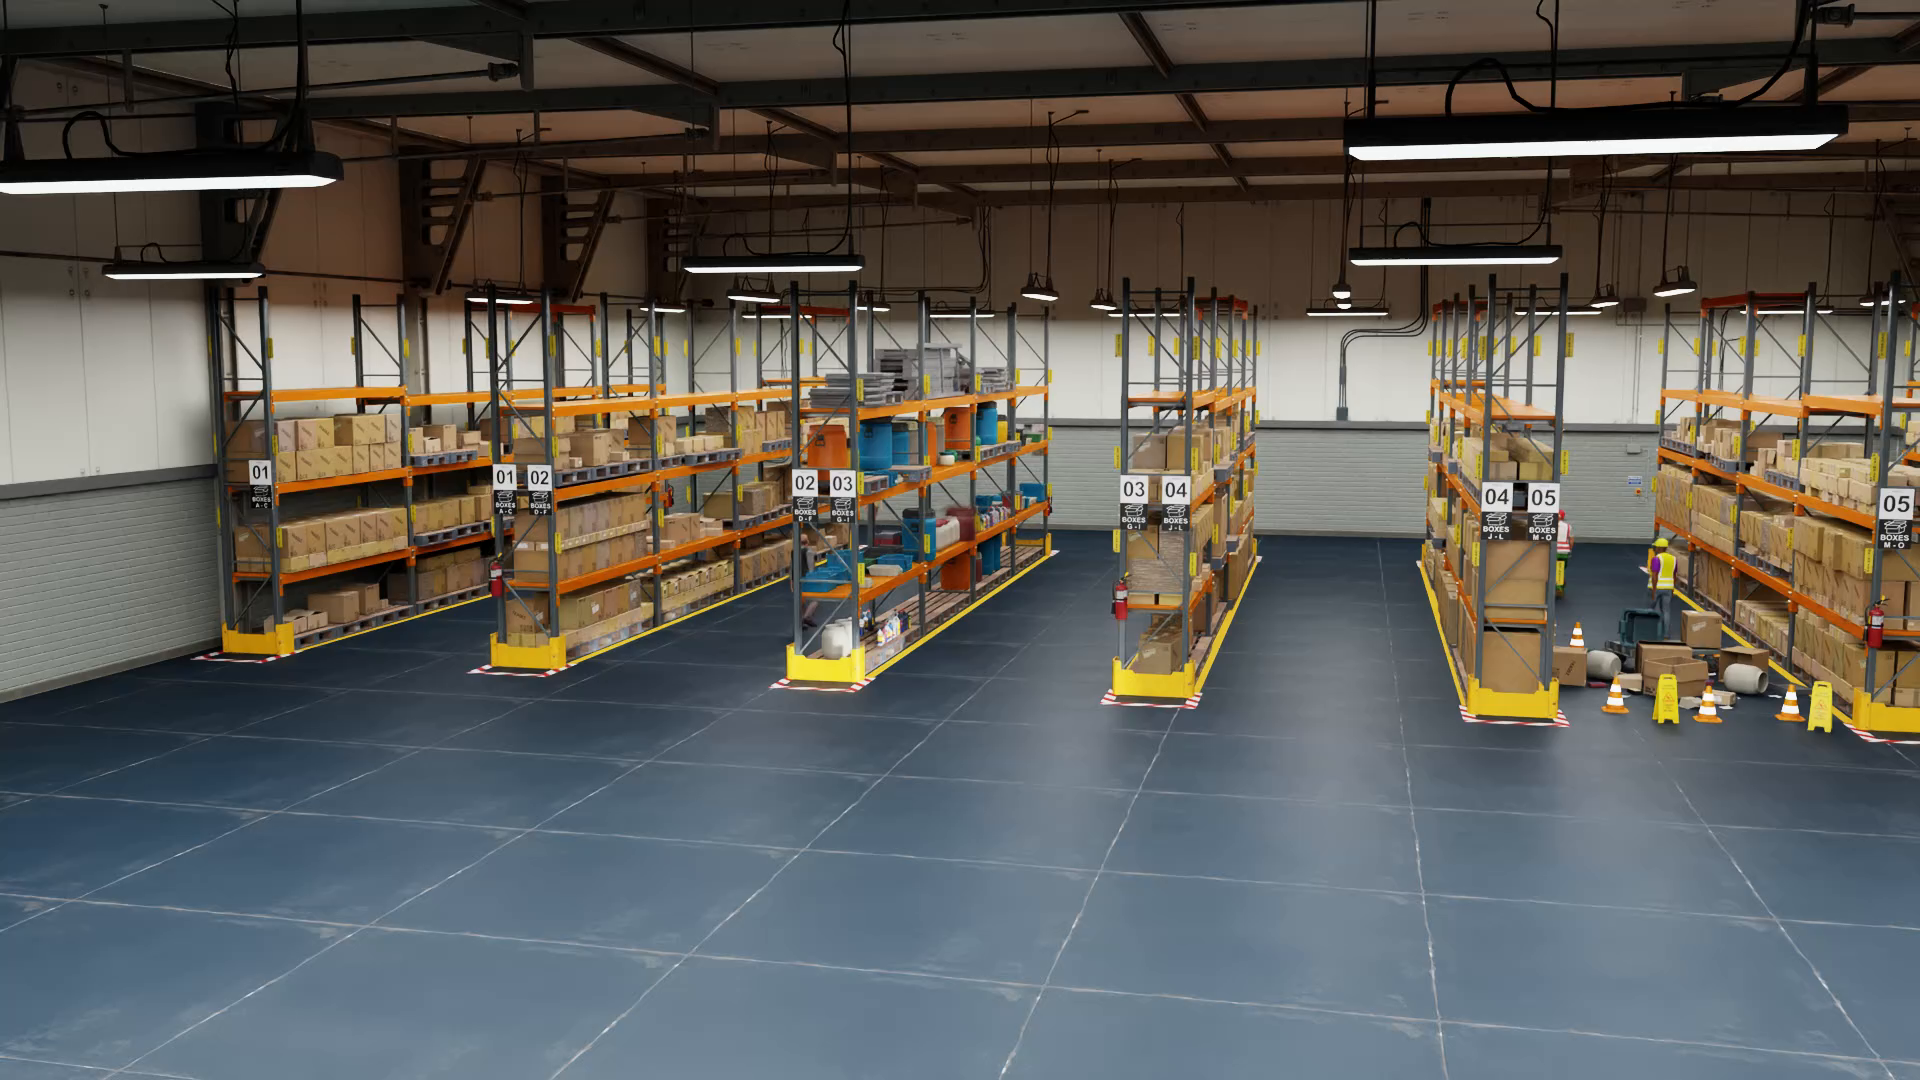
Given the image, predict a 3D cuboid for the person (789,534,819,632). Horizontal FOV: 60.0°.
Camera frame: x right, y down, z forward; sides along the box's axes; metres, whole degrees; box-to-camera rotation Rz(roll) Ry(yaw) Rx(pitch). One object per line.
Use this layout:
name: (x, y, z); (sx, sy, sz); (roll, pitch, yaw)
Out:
person: (-2.788, 0.759, 29.509); (0.579, 1.710, 0.478); (3, 7, 22)

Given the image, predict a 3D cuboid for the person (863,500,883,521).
person: (-2.308, -0.892, 44.217); (0.478, 1.660, 0.932); (-2, 7, -19)

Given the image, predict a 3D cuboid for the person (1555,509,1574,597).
person: (12.144, 0.275, 33.649); (0.634, 1.763, 0.660); (-1, 7, -12)

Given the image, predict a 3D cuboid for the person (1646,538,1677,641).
person: (12.062, 0.880, 28.518); (0.536, 1.802, 0.604); (0, 7, 2)
